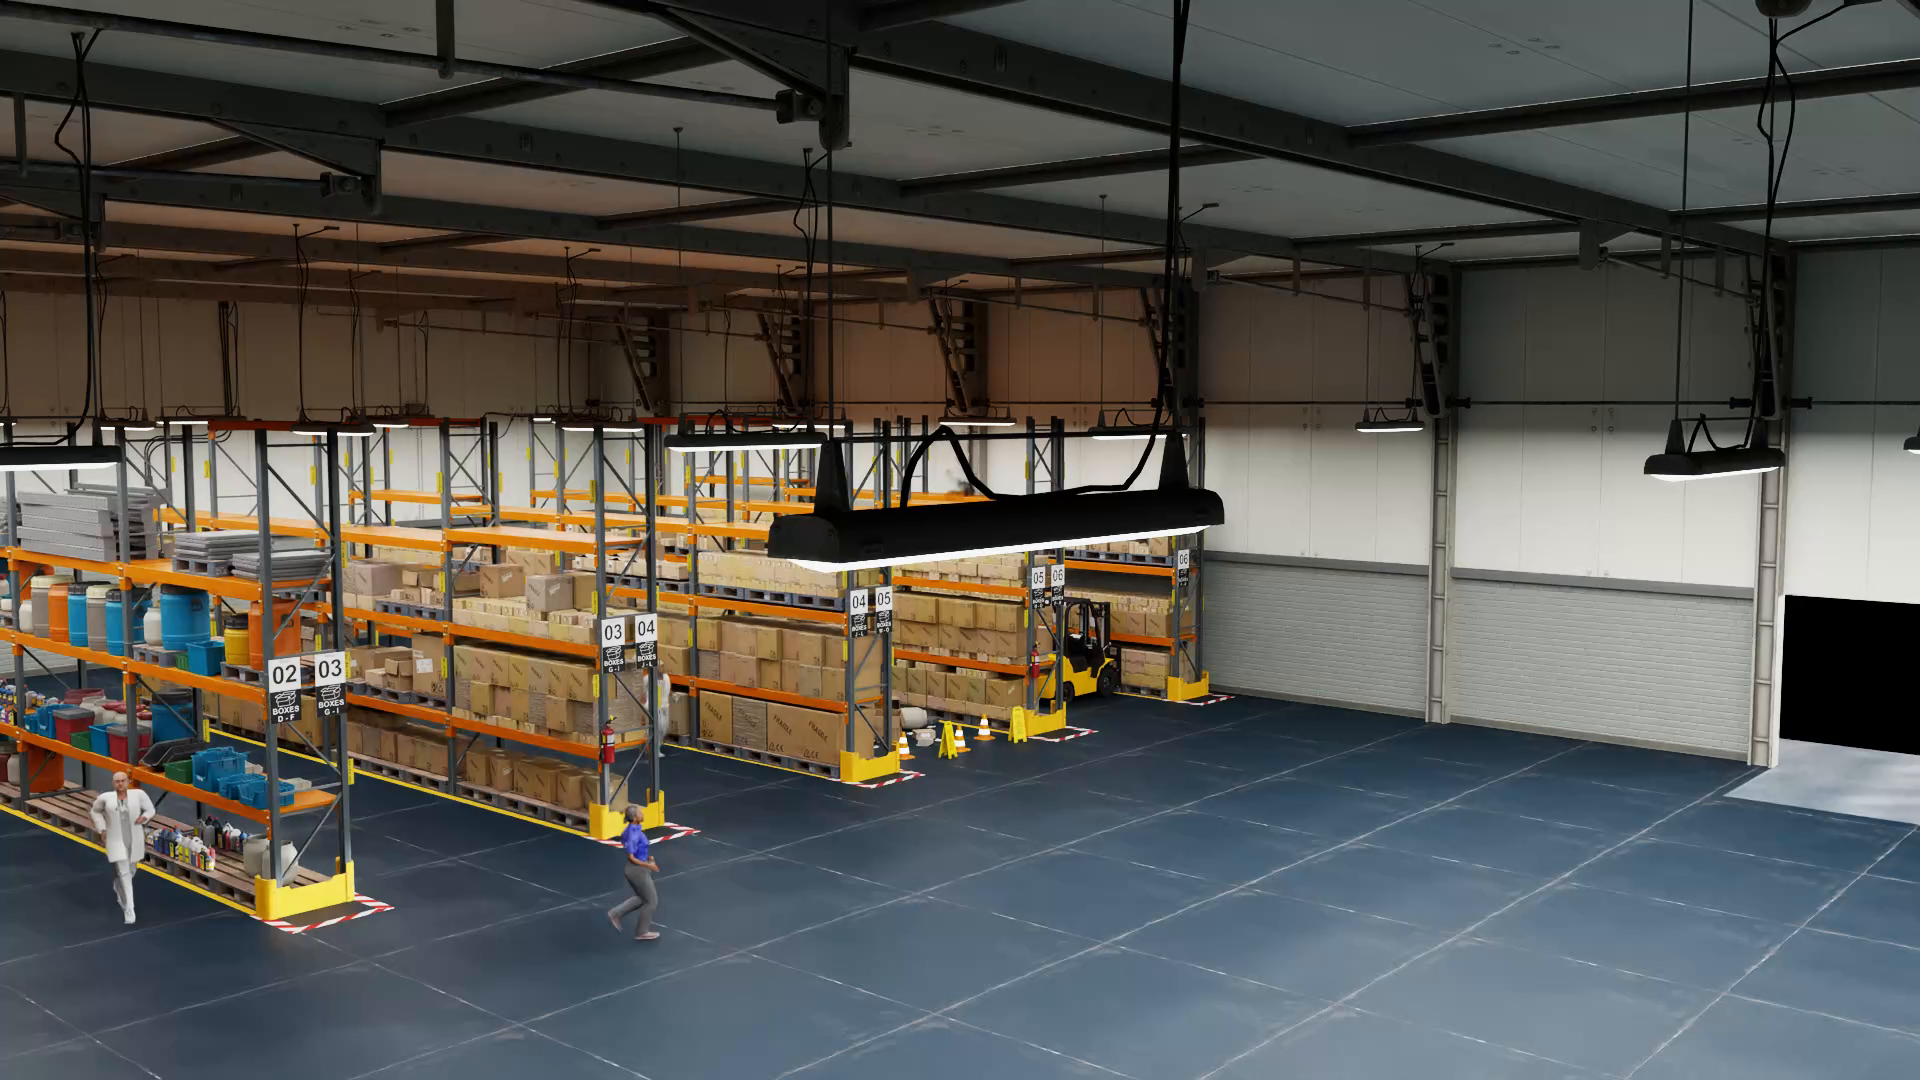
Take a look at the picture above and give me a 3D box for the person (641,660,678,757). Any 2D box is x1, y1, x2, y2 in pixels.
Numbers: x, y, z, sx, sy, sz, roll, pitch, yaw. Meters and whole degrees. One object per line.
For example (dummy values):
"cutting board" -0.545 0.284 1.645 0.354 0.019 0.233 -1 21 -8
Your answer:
"person" -5.347 2.999 29.639 0.618 1.746 0.666 4 6 37

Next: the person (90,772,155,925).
"person" -10.292 3.778 20.517 0.686 1.718 0.987 -4 6 -38

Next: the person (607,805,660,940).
"person" -3.828 3.906 19.514 0.575 1.604 0.575 -2 5 -19

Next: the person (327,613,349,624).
"person" -14.785 2.206 39.240 0.660 1.746 0.721 0 5 1
